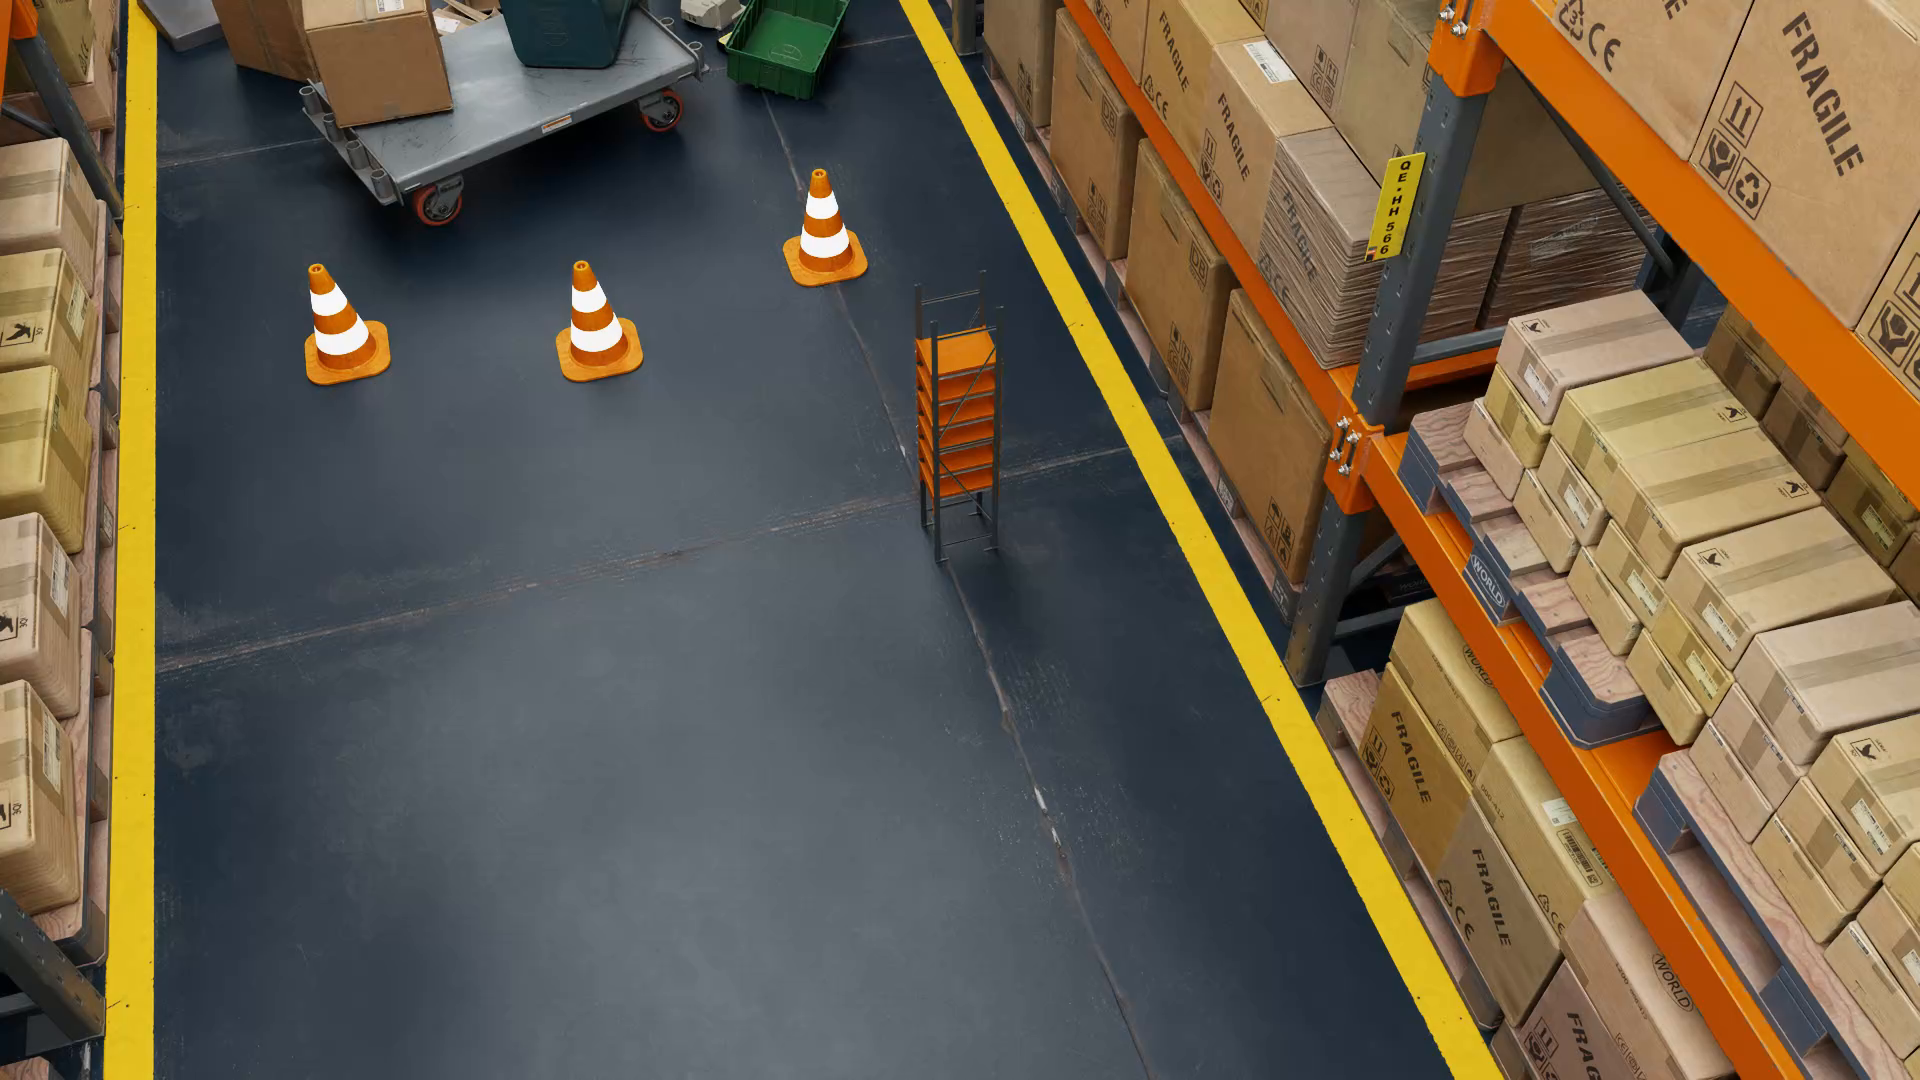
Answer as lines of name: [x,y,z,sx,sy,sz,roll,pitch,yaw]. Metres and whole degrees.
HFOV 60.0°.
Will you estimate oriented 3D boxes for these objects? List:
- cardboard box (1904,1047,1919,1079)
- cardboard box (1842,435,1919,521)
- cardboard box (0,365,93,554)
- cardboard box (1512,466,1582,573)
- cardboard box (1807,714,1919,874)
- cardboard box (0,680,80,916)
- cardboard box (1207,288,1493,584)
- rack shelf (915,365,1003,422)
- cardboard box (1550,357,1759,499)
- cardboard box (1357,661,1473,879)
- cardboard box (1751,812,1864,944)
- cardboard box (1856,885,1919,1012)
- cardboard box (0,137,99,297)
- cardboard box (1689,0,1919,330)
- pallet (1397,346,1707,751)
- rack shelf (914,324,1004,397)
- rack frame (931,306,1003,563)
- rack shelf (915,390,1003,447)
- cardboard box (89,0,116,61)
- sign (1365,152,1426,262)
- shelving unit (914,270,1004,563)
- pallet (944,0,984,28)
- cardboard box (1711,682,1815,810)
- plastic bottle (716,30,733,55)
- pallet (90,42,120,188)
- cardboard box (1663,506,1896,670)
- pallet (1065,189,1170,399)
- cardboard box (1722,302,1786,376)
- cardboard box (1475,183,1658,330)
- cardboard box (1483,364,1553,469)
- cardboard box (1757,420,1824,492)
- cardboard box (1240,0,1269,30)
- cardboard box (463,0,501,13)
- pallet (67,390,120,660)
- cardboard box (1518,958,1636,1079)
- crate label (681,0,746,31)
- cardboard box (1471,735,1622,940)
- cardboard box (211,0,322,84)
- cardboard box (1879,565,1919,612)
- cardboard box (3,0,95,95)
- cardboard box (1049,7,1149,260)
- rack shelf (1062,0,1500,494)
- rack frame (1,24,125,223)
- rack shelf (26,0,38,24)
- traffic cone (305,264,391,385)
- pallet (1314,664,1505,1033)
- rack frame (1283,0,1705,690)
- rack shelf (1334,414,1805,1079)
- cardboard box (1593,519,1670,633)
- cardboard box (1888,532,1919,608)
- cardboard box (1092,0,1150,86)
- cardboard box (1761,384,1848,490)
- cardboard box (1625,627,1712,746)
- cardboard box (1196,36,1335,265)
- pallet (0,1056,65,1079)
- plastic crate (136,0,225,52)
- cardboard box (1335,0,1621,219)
cardboard box: [2.126,1.070,3.275,0.380,0.149,0.250,-11,51,-9]
cardboard box: [2.371,-0.217,3.972,0.380,0.149,0.250,-12,51,-10]
cardboard box: [-3.663,-0.203,5.904,0.950,0.372,0.625,-12,51,-10]
cardboard box: [1.657,-0.087,4.251,0.380,0.149,0.250,-11,51,-9]
cardboard box: [1.980,0.494,3.372,0.380,0.149,0.250,-12,51,-10]
cardboard box: [-3.218,0.889,4.983,0.950,0.372,0.625,-16,52,-13]
cardboard box: [1.544,-0.476,5.886,1.050,0.750,0.750,-14,51,-11]
rack shelf: [-0.004,-0.523,5.651,0.258,0.103,0.180,-13,51,-11]
cardboard box: [1.672,-0.270,4.016,0.380,0.149,0.250,-15,51,-12]
cardboard box: [1.604,0.644,5.106,0.500,0.500,0.500,-15,52,-13]
cardboard box: [1.972,0.685,3.600,0.380,0.149,0.250,-13,51,-10]
cardboard box: [2.055,0.784,3.322,0.380,0.149,0.250,-12,51,-10]
cardboard box: [-4.086,-1.235,6.773,0.950,0.372,0.625,-13,51,-11]
cardboard box: [1.707,-0.759,2.901,0.500,0.500,0.500,-13,51,-11]
pallet: [1.951,-0.042,4.449,1.213,0.211,1.003,-13,51,-11]
rack shelf: [-0.004,-0.601,5.559,0.258,0.103,0.180,-13,51,-11]
rack frame: [0.023,-0.330,5.744,0.240,1.200,0.006,-13,51,-11]
rack shelf: [-0.004,-0.446,5.742,0.258,0.103,0.180,-13,51,-11]
cardboard box: [-4.329,-2.458,7.884,0.500,0.250,0.500,-11,51,-9]
sign: [1.109,-0.846,4.244,0.100,0.325,0.005,-13,51,-11]
shelving unit: [-0.004,-0.397,5.800,0.258,1.200,0.189,-13,51,-11]
pallet: [0.305,-3.196,8.807,1.003,0.211,1.213,-13,51,-11]
cardboard box: [1.901,0.406,3.641,0.380,0.149,0.250,-13,51,-11]
plastic bottle: [-1.068,-2.436,8.263,0.283,0.061,0.133,35,58,26]
pallet: [-4.476,-1.913,7.725,1.003,0.211,1.213,-13,51,-11]
cardboard box: [1.818,0.104,3.701,0.380,0.149,0.250,-15,52,-12]
pallet: [1.120,-1.184,7.110,1.003,0.211,1.213,-13,51,-11]
cardboard box: [2.221,-0.593,4.288,0.380,0.149,0.250,-15,52,-12]
cardboard box: [1.763,-1.022,5.084,0.500,0.500,0.500,-13,51,-11]
cardboard box: [1.589,-0.353,4.281,0.380,0.149,0.250,-11,51,-9]
cardboard box: [2.295,-0.217,4.361,0.380,0.149,0.250,-13,51,-11]
cardboard box: [1.210,-2.029,5.279,0.700,0.500,0.500,-14,51,-12]
cardboard box: [-2.204,-3.098,8.444,0.797,0.637,0.503,-13,51,-11]
pallet: [-3.647,0.031,6.086,1.003,0.211,1.213,-13,51,-11]
cardboard box: [1.912,1.384,4.481,0.500,0.500,0.500,-14,51,-12]
crate label: [-1.273,-2.726,8.458,0.250,0.136,0.298,26,55,20]
cardboard box: [1.761,0.757,4.520,0.500,0.250,0.500,-14,51,-11]
cardboard box: [-3.261,-2.615,8.126,0.500,0.500,0.500,18,52,14]
cardboard box: [2.441,0.154,4.048,0.380,0.149,0.250,-14,51,-11]
cardboard box: [-4.160,-2.312,7.270,0.500,0.500,0.500,-11,51,-9]
cardboard box: [1.006,-1.794,6.997,1.050,0.750,0.750,-13,51,-11]
rack shelf: [1.047,-1.830,6.301,1.077,0.370,4.000,-13,51,-11]
rack frame: [-4.244,-2.329,6.252,1.000,3.000,0.127,-13,51,-11]
rack shelf: [-4.835,-3.558,7.758,1.077,0.370,4.000,-13,51,-11]
traffic cone: [-2.539,-0.922,6.725,0.336,0.463,0.334,-13,51,-11]
pallet: [1.868,0.869,5.379,1.003,0.211,1.213,-13,51,-11]
rack frame: [1.638,-0.601,4.795,1.000,3.000,0.127,-13,51,-11]
rack shelf: [2.230,1.092,3.838,1.077,0.370,4.000,-13,51,-11]
cardboard box: [1.753,0.039,3.950,0.380,0.149,0.250,-15,51,-12]
cardboard box: [2.454,0.076,3.919,0.380,0.149,0.250,-13,51,-11]
cardboard box: [0.799,-2.004,5.912,0.500,0.500,0.500,-13,51,-10]
cardboard box: [2.300,-0.299,4.235,0.380,0.149,0.250,-12,51,-10]
cardboard box: [1.818,0.307,3.919,0.380,0.149,0.250,-11,51,-9]
cardboard box: [1.102,-1.266,5.290,0.500,0.500,0.500,-13,51,-11]
pallet: [-2.900,2.084,4.355,1.003,0.211,1.213,-13,51,-11]
plastic crate: [-3.925,-2.720,8.491,0.402,0.080,0.583,-30,56,-23]
cardboard box: [1.515,-1.285,4.652,0.700,0.500,0.500,-14,51,-11]
